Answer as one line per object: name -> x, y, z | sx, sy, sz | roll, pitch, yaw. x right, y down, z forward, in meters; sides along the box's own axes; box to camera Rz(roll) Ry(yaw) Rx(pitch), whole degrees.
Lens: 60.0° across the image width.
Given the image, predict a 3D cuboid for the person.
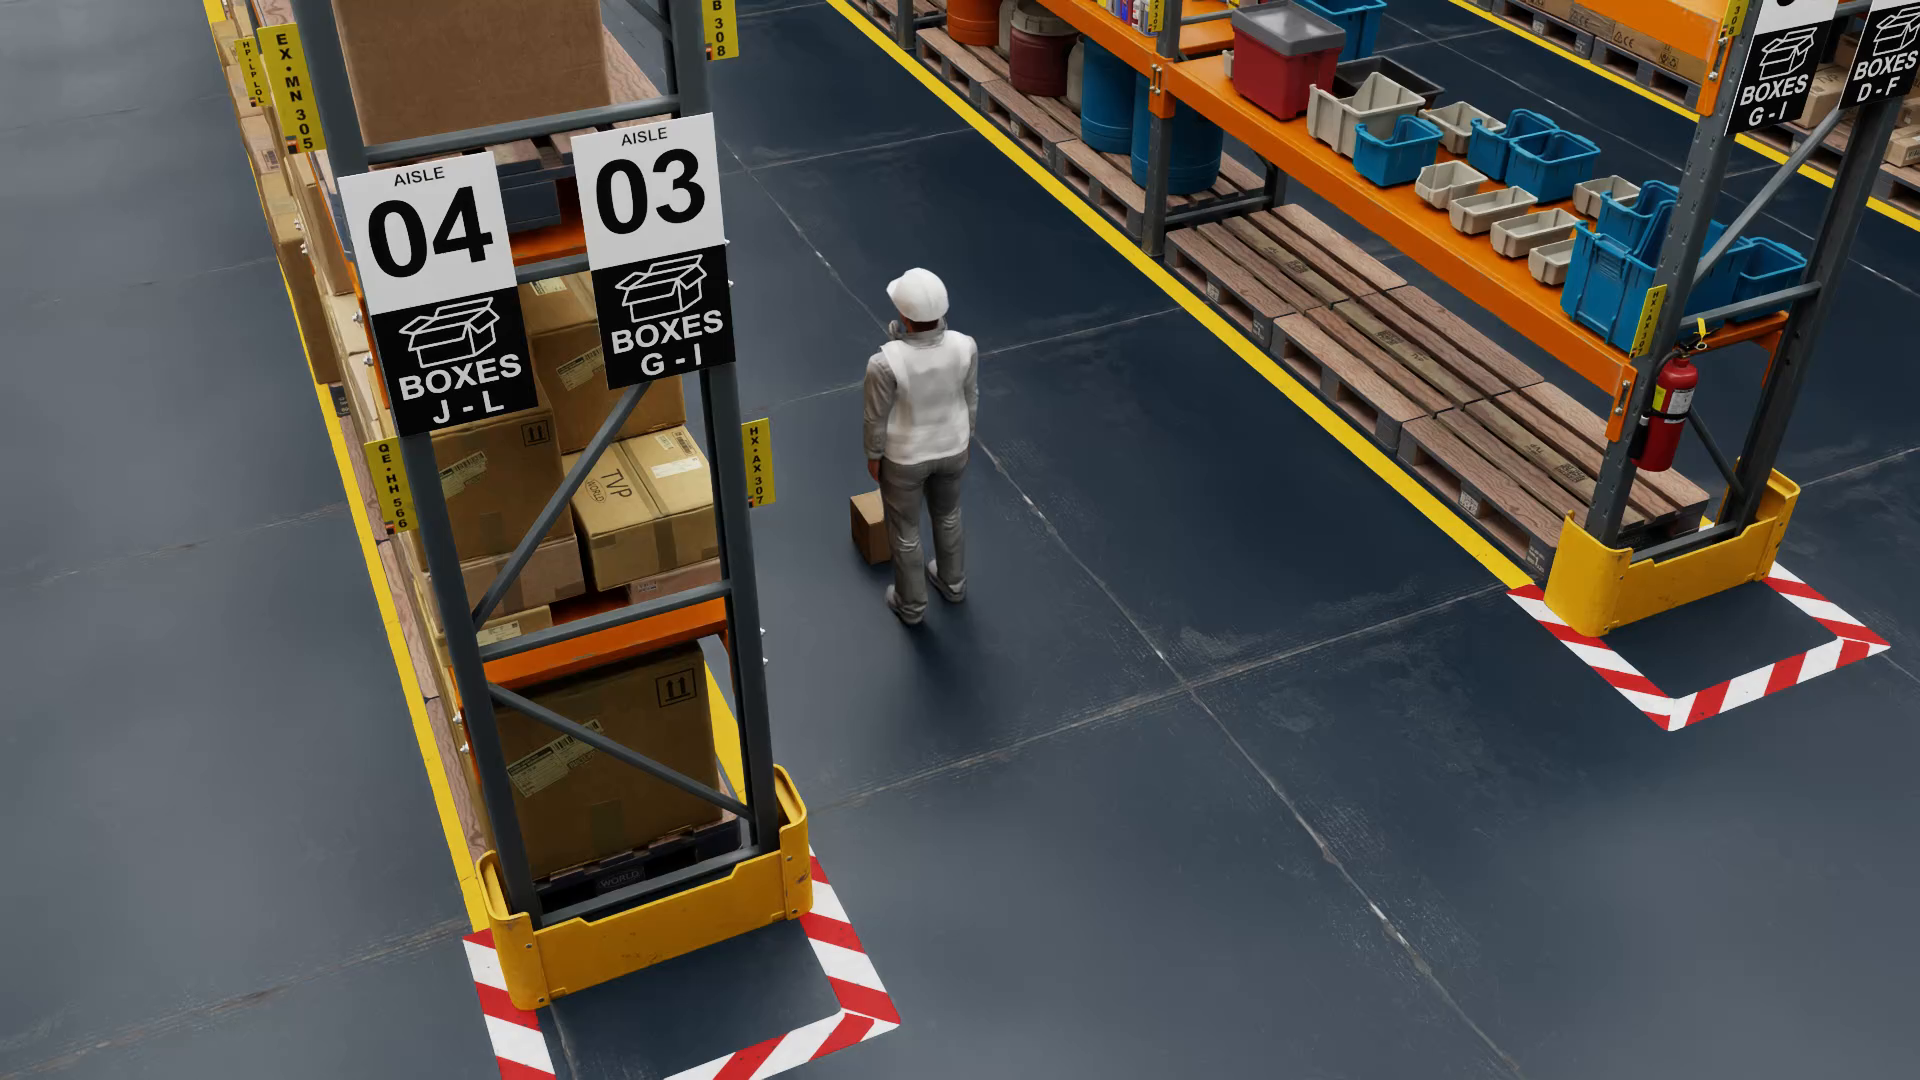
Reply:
person -> -0.185, -0.420, 7.403 | 0.531, 1.777, 0.390 | -15, 40, -19
